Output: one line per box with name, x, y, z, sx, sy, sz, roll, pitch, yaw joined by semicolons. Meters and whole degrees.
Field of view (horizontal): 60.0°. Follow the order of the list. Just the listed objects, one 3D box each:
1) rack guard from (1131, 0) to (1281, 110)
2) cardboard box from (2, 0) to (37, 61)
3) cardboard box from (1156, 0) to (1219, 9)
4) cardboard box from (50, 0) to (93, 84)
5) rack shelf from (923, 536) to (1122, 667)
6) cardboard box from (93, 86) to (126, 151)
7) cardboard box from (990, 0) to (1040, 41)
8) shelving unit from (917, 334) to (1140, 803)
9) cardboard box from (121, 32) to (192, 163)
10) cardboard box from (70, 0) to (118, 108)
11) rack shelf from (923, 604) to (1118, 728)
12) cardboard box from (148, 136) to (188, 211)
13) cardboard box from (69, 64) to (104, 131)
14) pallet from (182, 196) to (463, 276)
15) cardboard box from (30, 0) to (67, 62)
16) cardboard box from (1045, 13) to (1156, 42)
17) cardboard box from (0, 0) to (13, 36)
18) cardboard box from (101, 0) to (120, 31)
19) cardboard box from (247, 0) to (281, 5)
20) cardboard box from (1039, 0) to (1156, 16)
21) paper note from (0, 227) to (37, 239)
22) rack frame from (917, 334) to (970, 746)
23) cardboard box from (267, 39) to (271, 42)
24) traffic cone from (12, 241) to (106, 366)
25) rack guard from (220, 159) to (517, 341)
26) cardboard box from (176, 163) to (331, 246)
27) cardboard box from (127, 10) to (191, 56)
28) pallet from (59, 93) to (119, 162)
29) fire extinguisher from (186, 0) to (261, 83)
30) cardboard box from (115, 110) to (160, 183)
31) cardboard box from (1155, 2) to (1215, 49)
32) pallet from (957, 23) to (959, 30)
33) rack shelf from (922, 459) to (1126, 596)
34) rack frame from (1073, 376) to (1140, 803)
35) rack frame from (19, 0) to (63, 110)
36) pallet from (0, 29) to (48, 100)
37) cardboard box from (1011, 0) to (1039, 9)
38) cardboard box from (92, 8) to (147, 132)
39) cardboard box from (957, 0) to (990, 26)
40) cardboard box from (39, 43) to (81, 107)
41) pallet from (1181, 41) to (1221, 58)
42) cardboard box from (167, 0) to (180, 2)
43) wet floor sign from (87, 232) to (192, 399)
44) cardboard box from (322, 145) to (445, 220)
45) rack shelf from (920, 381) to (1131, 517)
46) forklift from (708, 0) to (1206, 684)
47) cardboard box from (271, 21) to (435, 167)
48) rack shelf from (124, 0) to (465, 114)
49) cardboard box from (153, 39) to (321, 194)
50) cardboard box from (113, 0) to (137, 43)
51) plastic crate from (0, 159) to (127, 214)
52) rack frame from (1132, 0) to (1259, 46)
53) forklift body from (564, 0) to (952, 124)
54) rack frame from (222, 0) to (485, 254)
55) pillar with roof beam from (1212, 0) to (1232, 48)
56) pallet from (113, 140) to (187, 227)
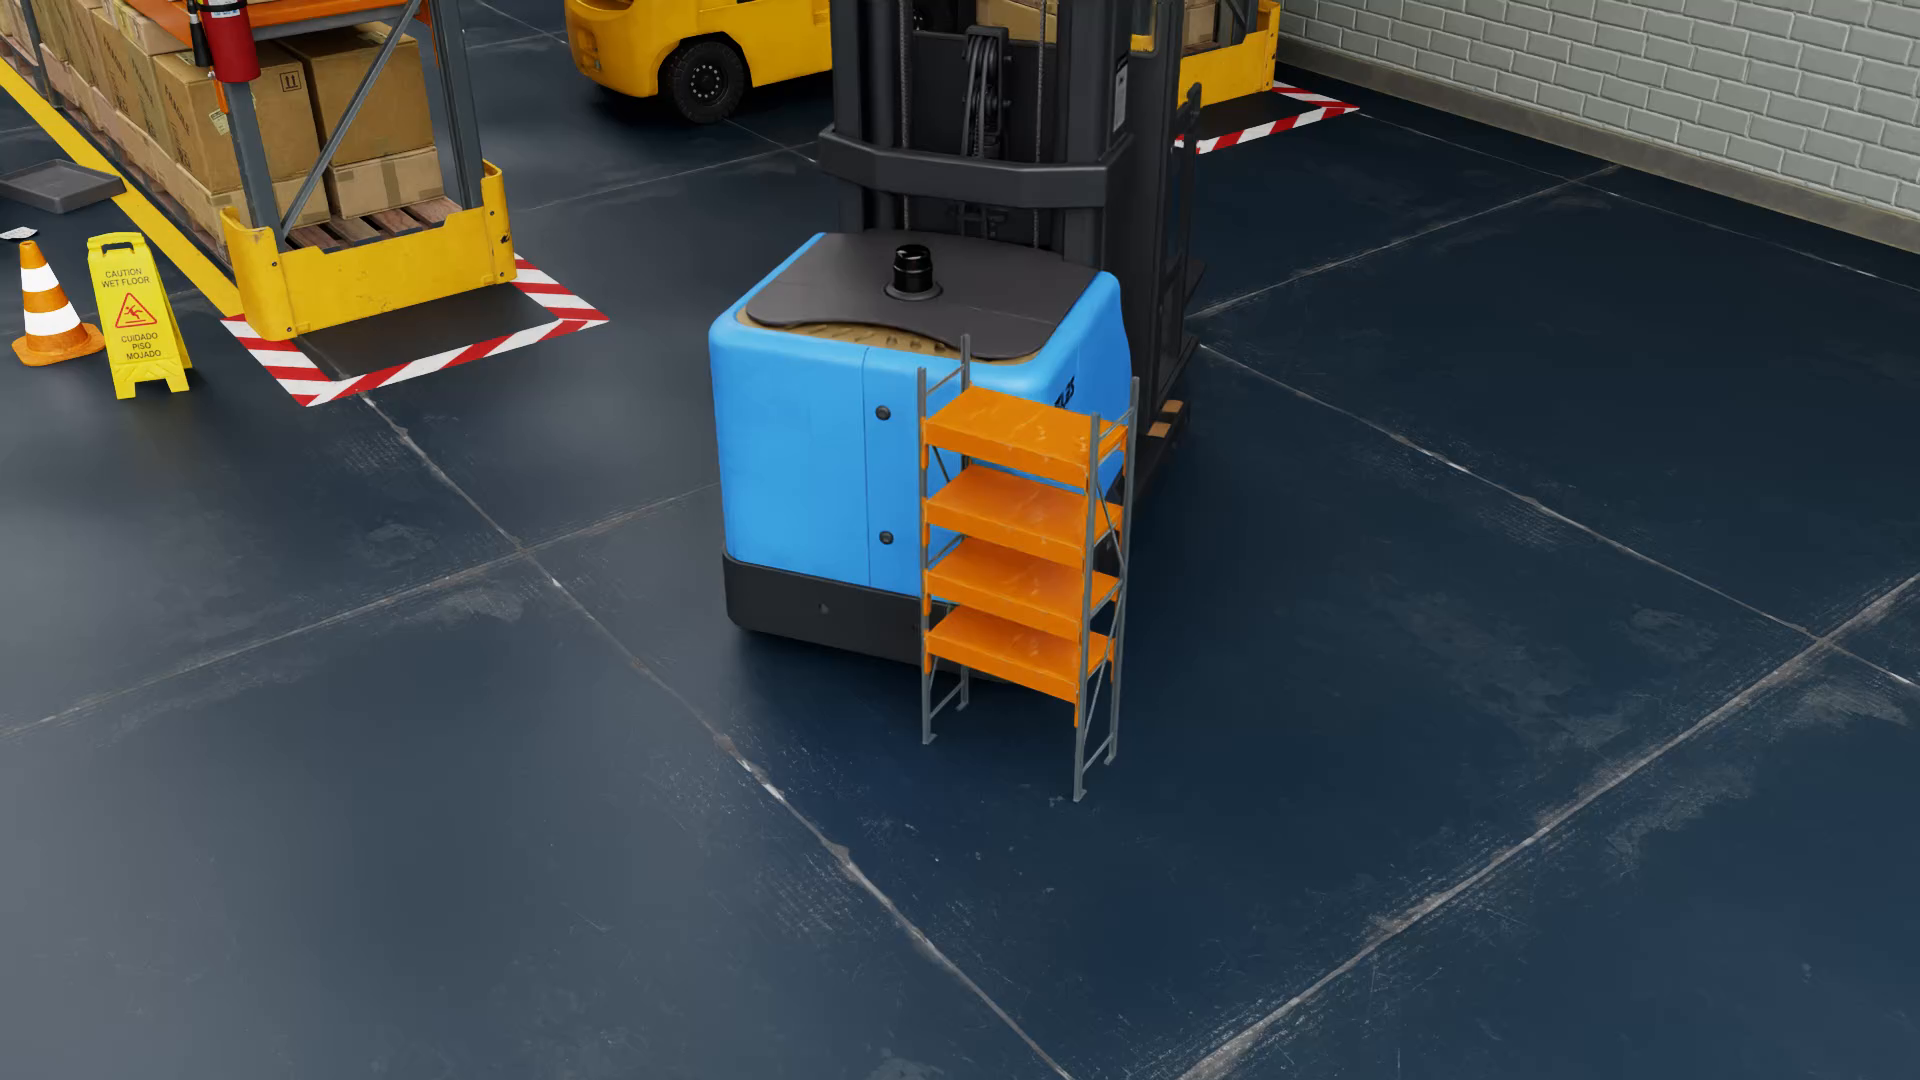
rack guard;1.384;-2.876;9.906;1.175;0.500;0.348;-22;38;-31
cardboard box;-5.326;-3.287;10.292;0.950;0.372;0.625;-22;38;-31
cardboard box;1.245;-3.433;10.169;0.500;0.250;0.500;-21;38;-31
cardboard box;-4.516;-2.783;8.886;0.500;0.500;0.500;-21;37;-30
rack shelf;0.169;0.150;4.498;0.480;0.148;0.258;17;36;26
cardboard box;-4.190;-2.245;8.730;0.500;0.250;0.500;-23;38;-32
cardboard box;0.534;-3.262;10.367;0.500;0.250;0.500;-22;38;-31
shelving unit;0.169;0.093;4.463;0.503;1.200;0.258;17;36;26
cardboard box;-3.570;-2.135;7.842;0.500;0.500;0.500;-21;37;-30
cardboard box;-4.200;-2.567;8.537;0.500;0.500;0.500;-20;37;-29
rack shelf;0.169;0.319;4.603;0.480;0.148;0.258;17;36;26
cardboard box;-3.569;-1.819;8.043;0.500;0.250;0.500;-22;38;-31
cardboard box;-4.518;-2.465;9.085;0.500;0.250;0.500;-20;37;-29
pallet;-3.067;-1.537;8.025;1.003;0.211;1.213;-22;38;-31
cardboard box;-4.854;-3.003;9.239;0.500;0.500;0.500;-20;37;-29
cardboard box;0.831;-3.051;10.028;0.500;0.250;0.500;-22;38;-31
cardboard box;-5.770;-3.586;10.773;0.950;0.372;0.625;-20;37;-29
cardboard box;-3.837;-2.541;7.881;0.380;0.149;0.250;-21;37;-29
cardboard box;-2.948;-2.320;6.880;0.380;0.149;0.250;-21;37;-30
cardboard box;0.824;-3.272;9.909;0.500;0.250;0.500;-23;38;-32
paper note;-4.618;-1.508;8.149;0.148;0.019;0.142;18;36;27
rack frame;-0.041;0.028;4.568;0.015;1.200;0.240;17;36;26
cardboard box;-3.165;-2.321;8.141;0.500;0.500;0.500;-24;39;-33
traffic cone;-3.832;-1.024;6.961;0.336;0.463;0.334;-22;38;-31
rack guard;-2.596;-1.310;7.385;1.175;0.500;0.348;-22;38;-31
cardboard box;-3.273;-1.610;7.708;0.500;0.250;0.500;-22;38;-32
cardboard box;-3.525;-2.325;7.533;0.380;0.149;0.250;-21;38;-30
pallet;-4.563;-2.554;9.662;1.003;0.211;1.213;-22;38;-31
fire extinguisher;-2.844;-2.110;6.378;0.296;0.674;0.183;-22;38;-31
cardboard box;-3.895;-2.035;8.392;0.500;0.250;0.500;-24;39;-33
cardboard box;1.222;-3.226;10.309;0.500;0.250;0.500;-22;38;-31
pallet;0.123;-3.576;11.308;1.003;0.211;1.213;-22;38;-31
rack shelf;0.169;-0.040;4.380;0.480;0.148;0.258;17;36;26
rack frame;0.379;0.159;4.357;0.015;1.200;0.240;17;36;26
rack frame;-5.003;-4.007;9.359;1.000;3.000;0.127;-22;38;-31
pallet;-5.481;-3.147;10.616;1.003;0.211;1.213;-22;38;-31
cardboard box;0.524;-3.484;10.252;0.500;0.250;0.500;-23;38;-32
cardboard box;-3.874;-2.347;8.184;0.500;0.500;0.500;-23;39;-32
cardboard box;0.234;-3.473;10.707;0.500;0.250;0.500;-22;38;-31
cardboard box;-4.854;-2.684;9.437;0.500;0.250;0.500;-24;39;-33
pallet;0.867;-3.068;10.490;1.003;0.211;1.213;-22;38;-31
cardboard box;-3.191;-2.390;6.993;0.380;0.149;0.250;-23;38;-32
wet floor sign;-3.278;-0.915;6.611;0.267;0.644;0.232;-10;33;-15
cardboard box;-2.826;-1.776;7.975;0.500;0.250;0.500;-23;38;-32
rack shelf;0.169;-0.241;4.255;0.480;0.148;0.258;17;36;26
forklift;0.243;-1.585;5.524;1.130;2.935;3.031;11;33;17
cardboard box;-2.841;-2.104;7.792;0.500;0.500;0.500;-24;39;-33
rack shelf;-3.776;-2.868;8.207;1.077;0.370;4.000;-22;38;-31
cardboard box;-3.247;-1.918;7.493;0.500;0.500;0.500;-22;38;-31
cardboard box;-3.677;-2.431;7.704;0.380;0.149;0.250;-22;38;-31
plastic crate;-4.688;-1.847;8.648;0.583;0.080;0.402;18;36;27
rack frame;1.369;-3.948;9.263;1.000;3.000;0.127;-22;38;-31
forklift body;-1.235;-3.787;9.809;2.313;2.155;1.214;-22;38;-31
rack frame;-2.550;-2.340;6.675;1.000;3.000;0.127;-22;38;-31
pillar with roof beam;-1.747;-5.685;6.374;9.100;9.000;0.400;-22;38;-31
pallet;-3.810;-2.045;8.843;1.003;0.211;1.213;-22;38;-31
